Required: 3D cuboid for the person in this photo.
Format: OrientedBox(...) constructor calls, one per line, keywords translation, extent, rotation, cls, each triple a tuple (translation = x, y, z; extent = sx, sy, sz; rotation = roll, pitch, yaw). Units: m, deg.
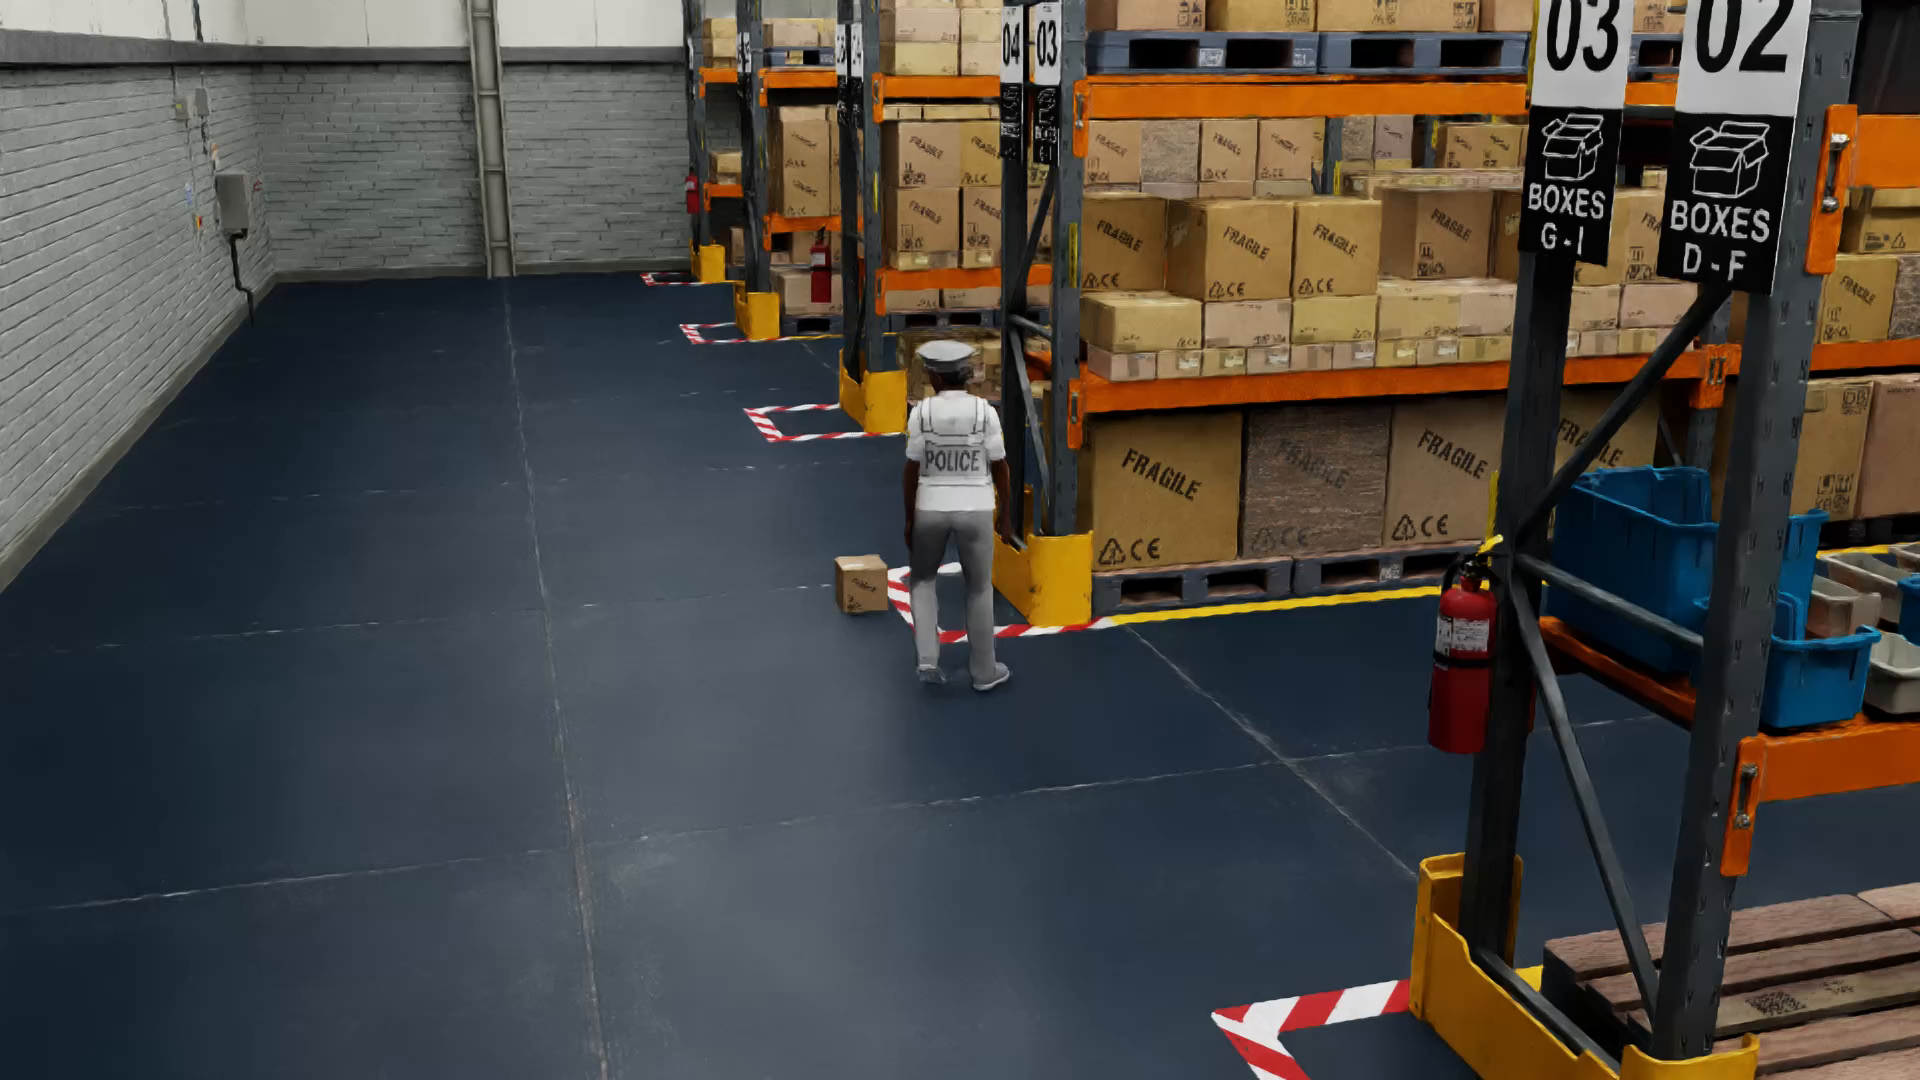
OrientedBox(translation=(-0.012, -0.096, 7.816), extent=(0.508, 1.655, 0.388), rotation=(1, 16, 3), cls="person")
